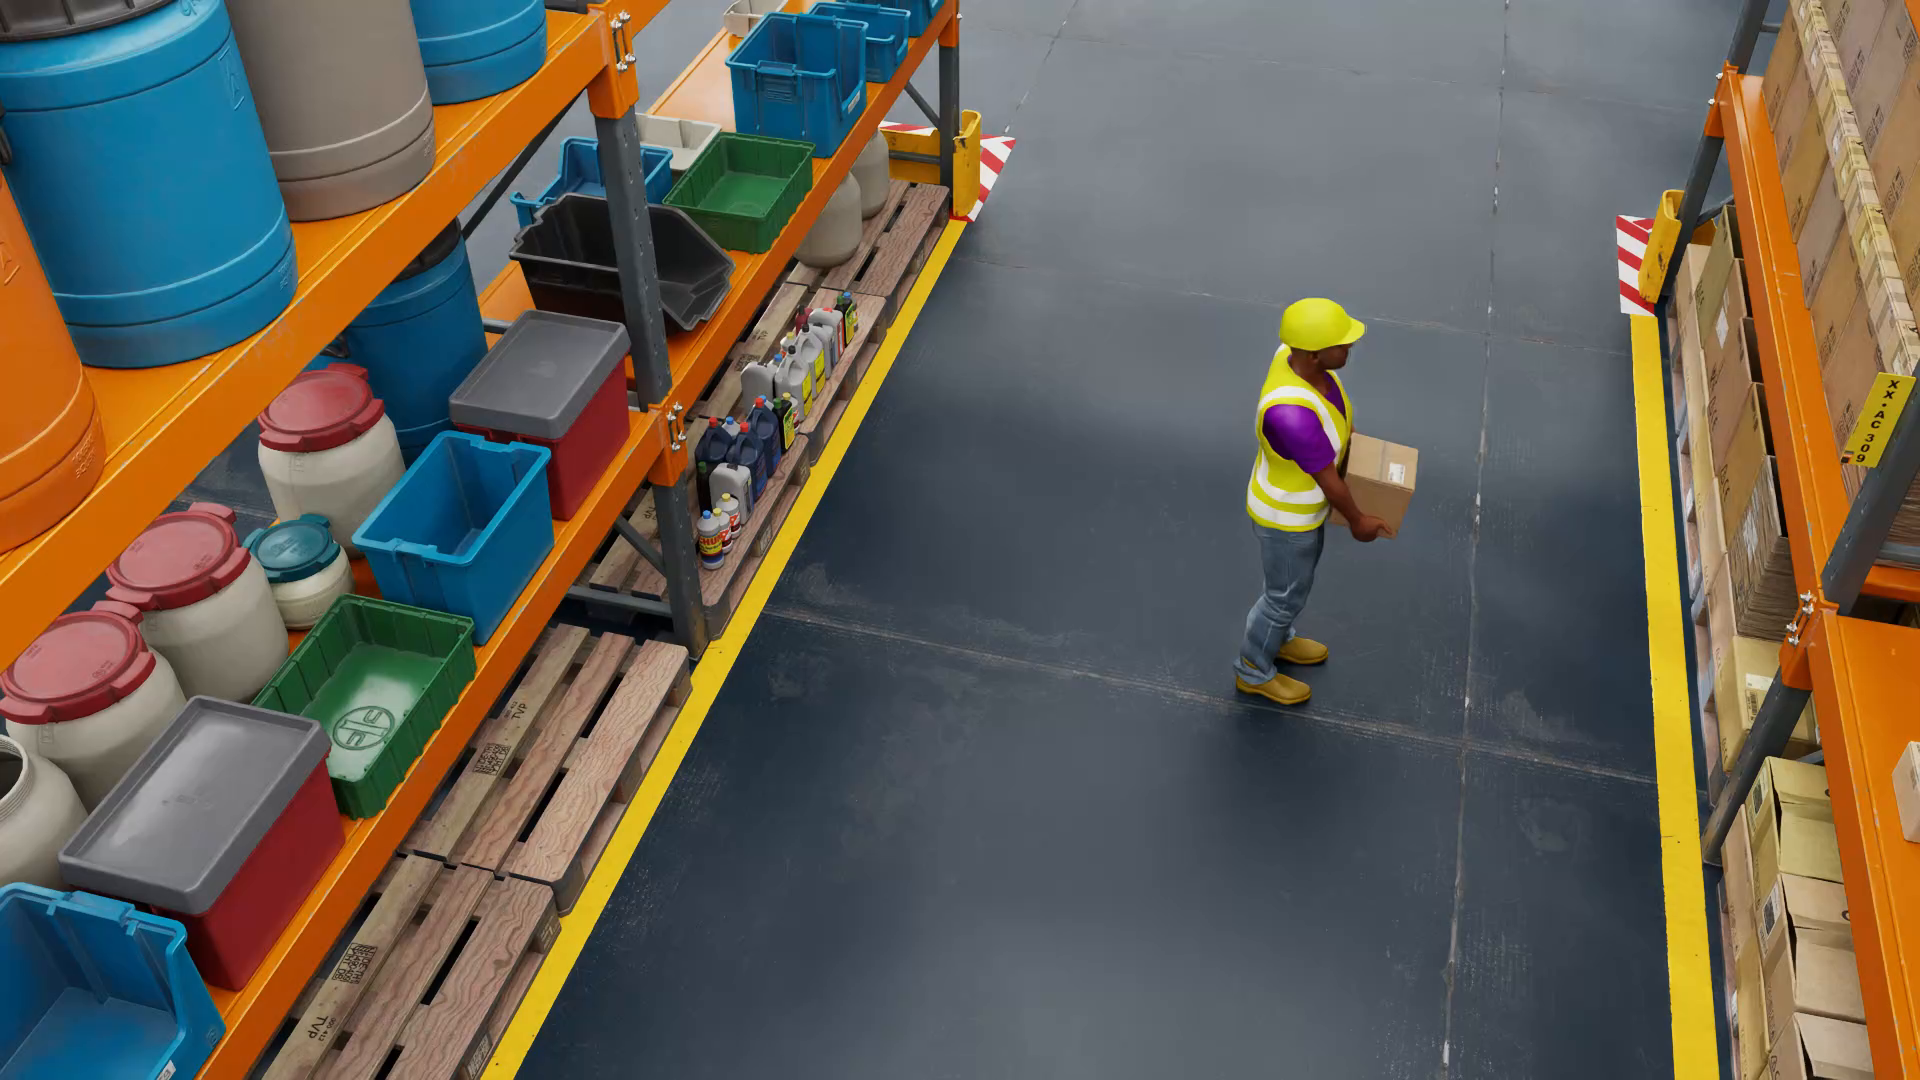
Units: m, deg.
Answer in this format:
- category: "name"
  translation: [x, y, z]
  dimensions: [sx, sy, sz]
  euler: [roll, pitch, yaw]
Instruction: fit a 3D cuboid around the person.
- category: "person"
  translation: [1.364, -0.134, 6.296]
  dimensions: [0.559, 1.763, 0.505]
  euler: [10, 42, 11]
